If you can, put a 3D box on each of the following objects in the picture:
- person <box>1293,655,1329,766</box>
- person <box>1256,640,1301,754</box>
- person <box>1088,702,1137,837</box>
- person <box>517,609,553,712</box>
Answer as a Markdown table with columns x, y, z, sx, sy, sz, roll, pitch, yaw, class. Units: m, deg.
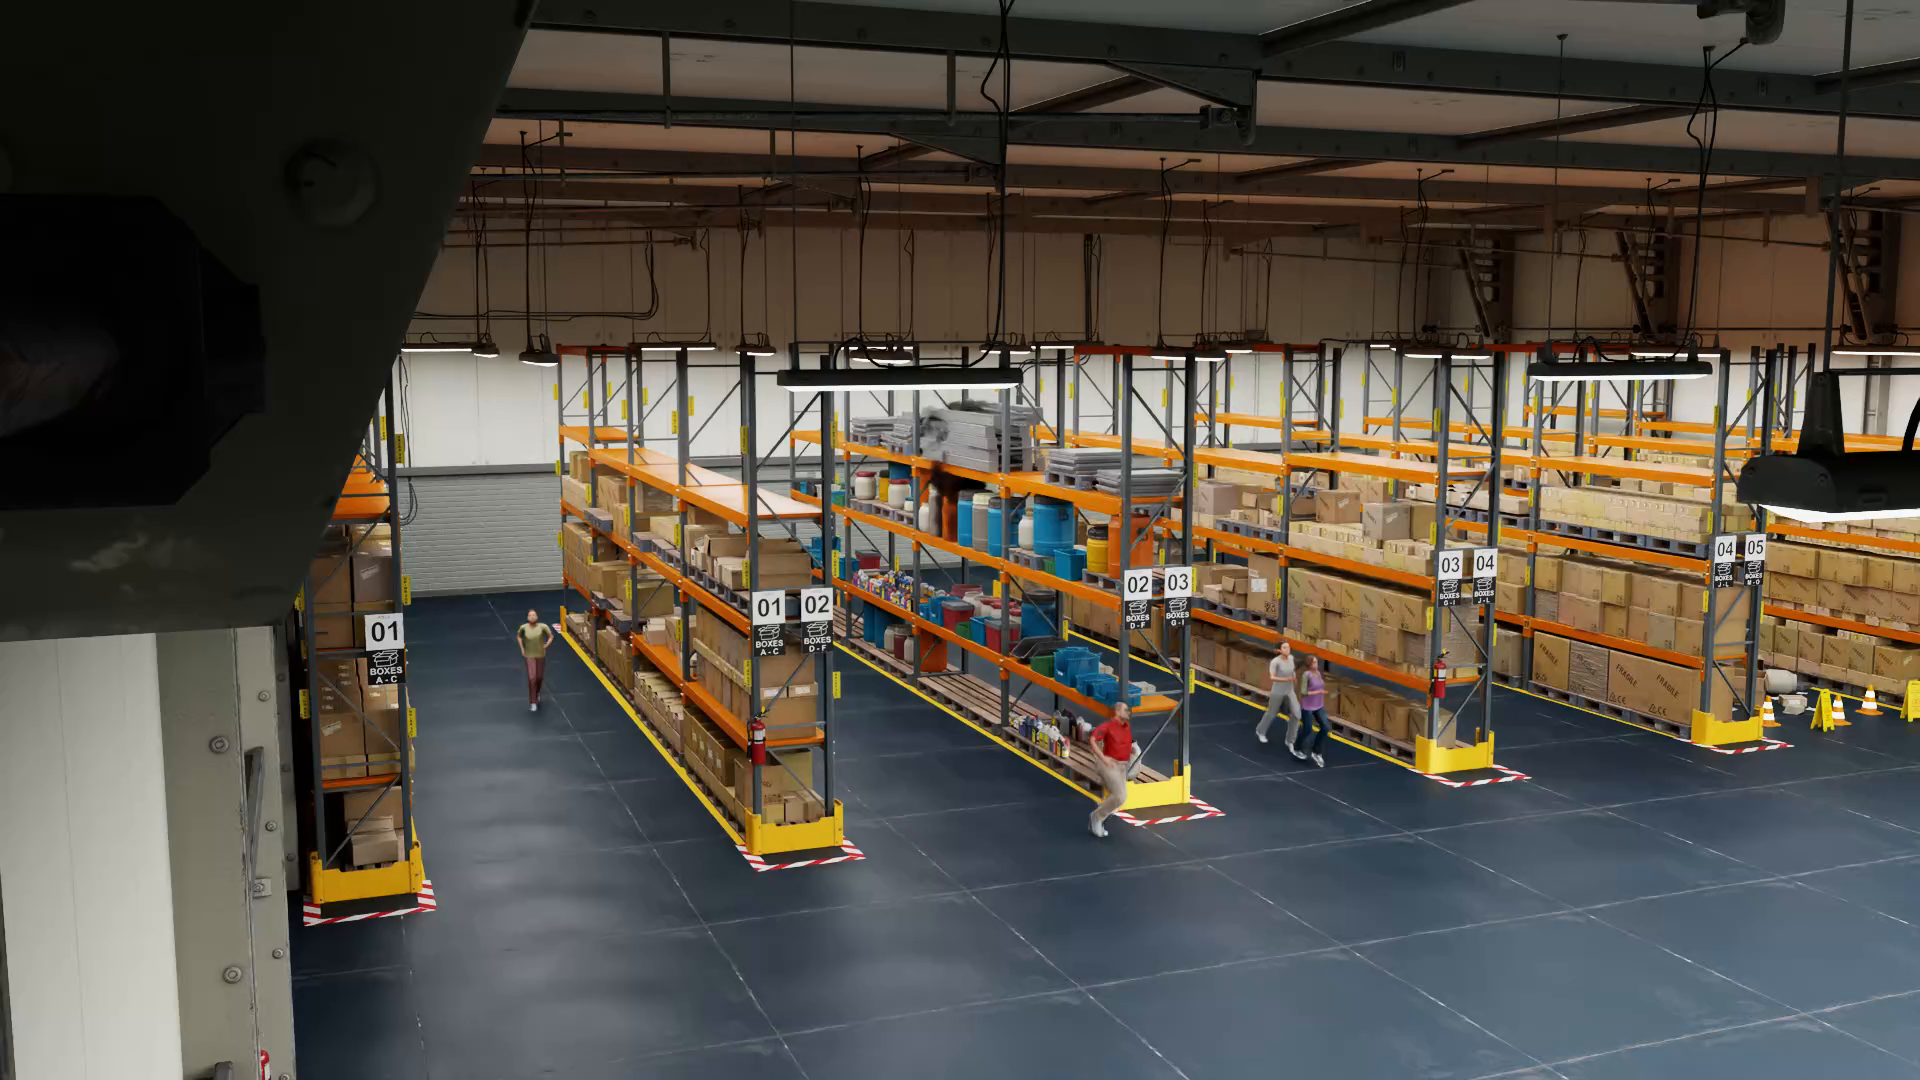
| x | y | z | sx | sy | sz | roll | pitch | yaw | class |
| --- | --- | --- | --- | --- | --- | --- | --- | --- | --- |
| 5.128 | 2.476 | 24.186 | 0.514 | 1.635 | 0.660 | -5 | 9 | -33 | person |
| 4.844 | 2.328 | 25.079 | 0.573 | 1.709 | 0.881 | -3 | 8 | -22 | person |
| 1.952 | 2.866 | 20.900 | 0.580 | 1.656 | 0.729 | 6 | 9 | 37 | person |
| -7.112 | 1.980 | 27.878 | 0.591 | 1.715 | 0.777 | -2 | 8 | -16 | person |
